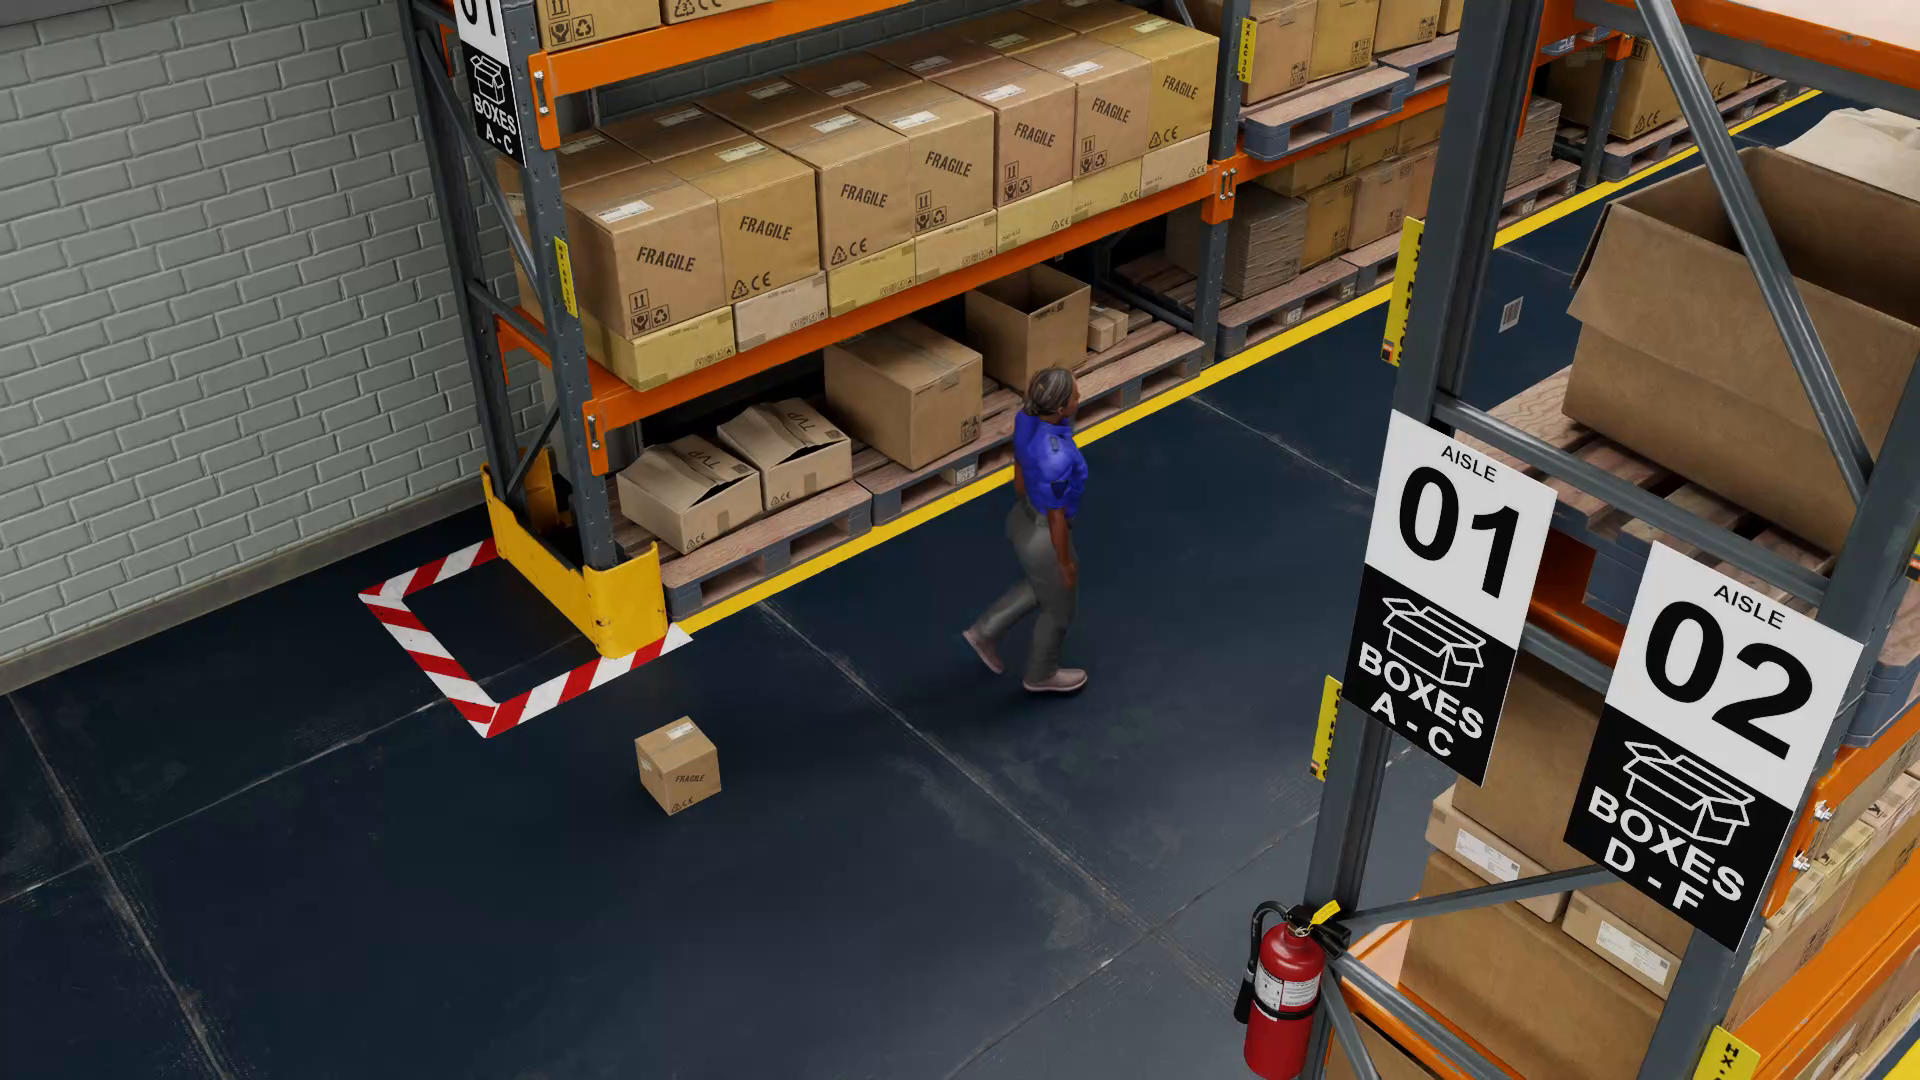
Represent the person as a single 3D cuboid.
[{"bbox_3d":[0.299,-0.016,7.064,0.545,1.642,0.455,-9,37,-12],"label":"person"}]
